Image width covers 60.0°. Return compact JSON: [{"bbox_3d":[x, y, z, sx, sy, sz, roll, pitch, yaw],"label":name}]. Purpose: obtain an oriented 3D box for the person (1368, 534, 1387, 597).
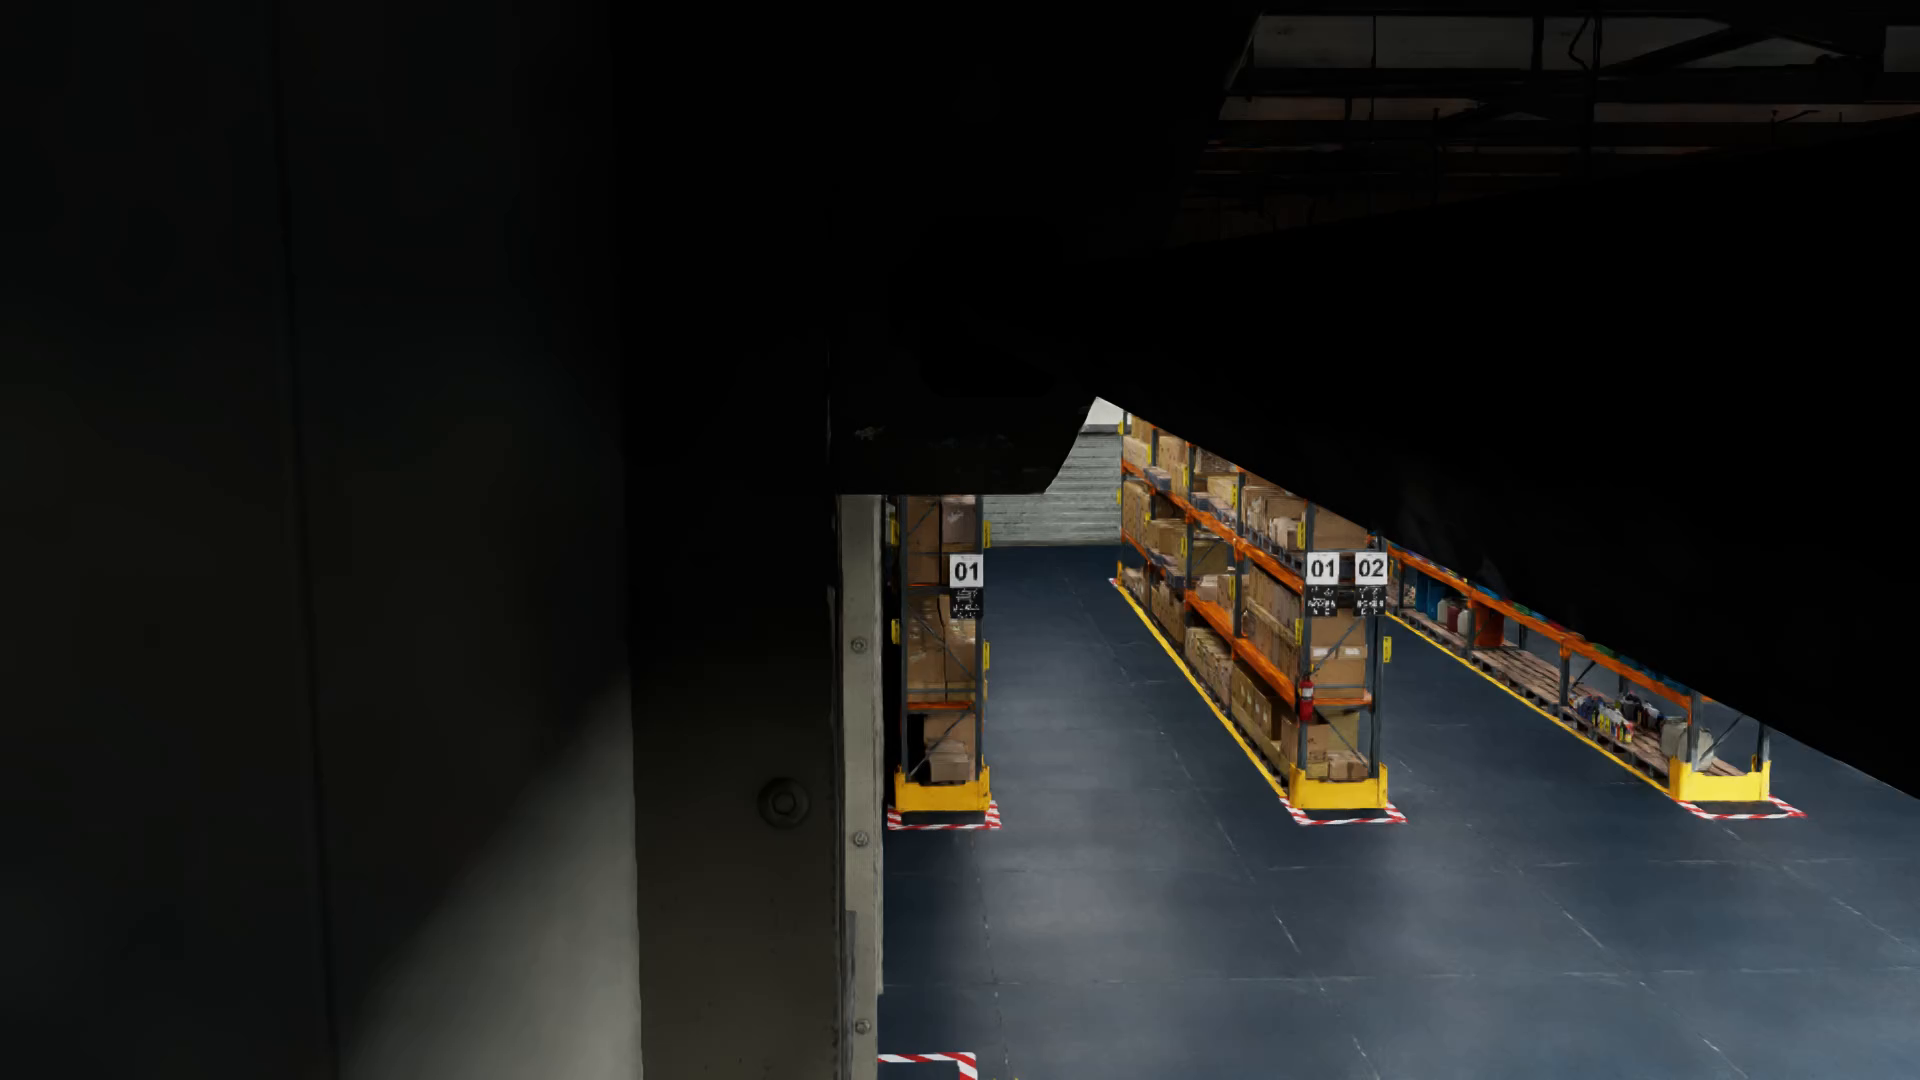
[{"bbox_3d":[8.435,0.484,33.868,0.579,1.711,0.647,2,9,16],"label":"person"}]
